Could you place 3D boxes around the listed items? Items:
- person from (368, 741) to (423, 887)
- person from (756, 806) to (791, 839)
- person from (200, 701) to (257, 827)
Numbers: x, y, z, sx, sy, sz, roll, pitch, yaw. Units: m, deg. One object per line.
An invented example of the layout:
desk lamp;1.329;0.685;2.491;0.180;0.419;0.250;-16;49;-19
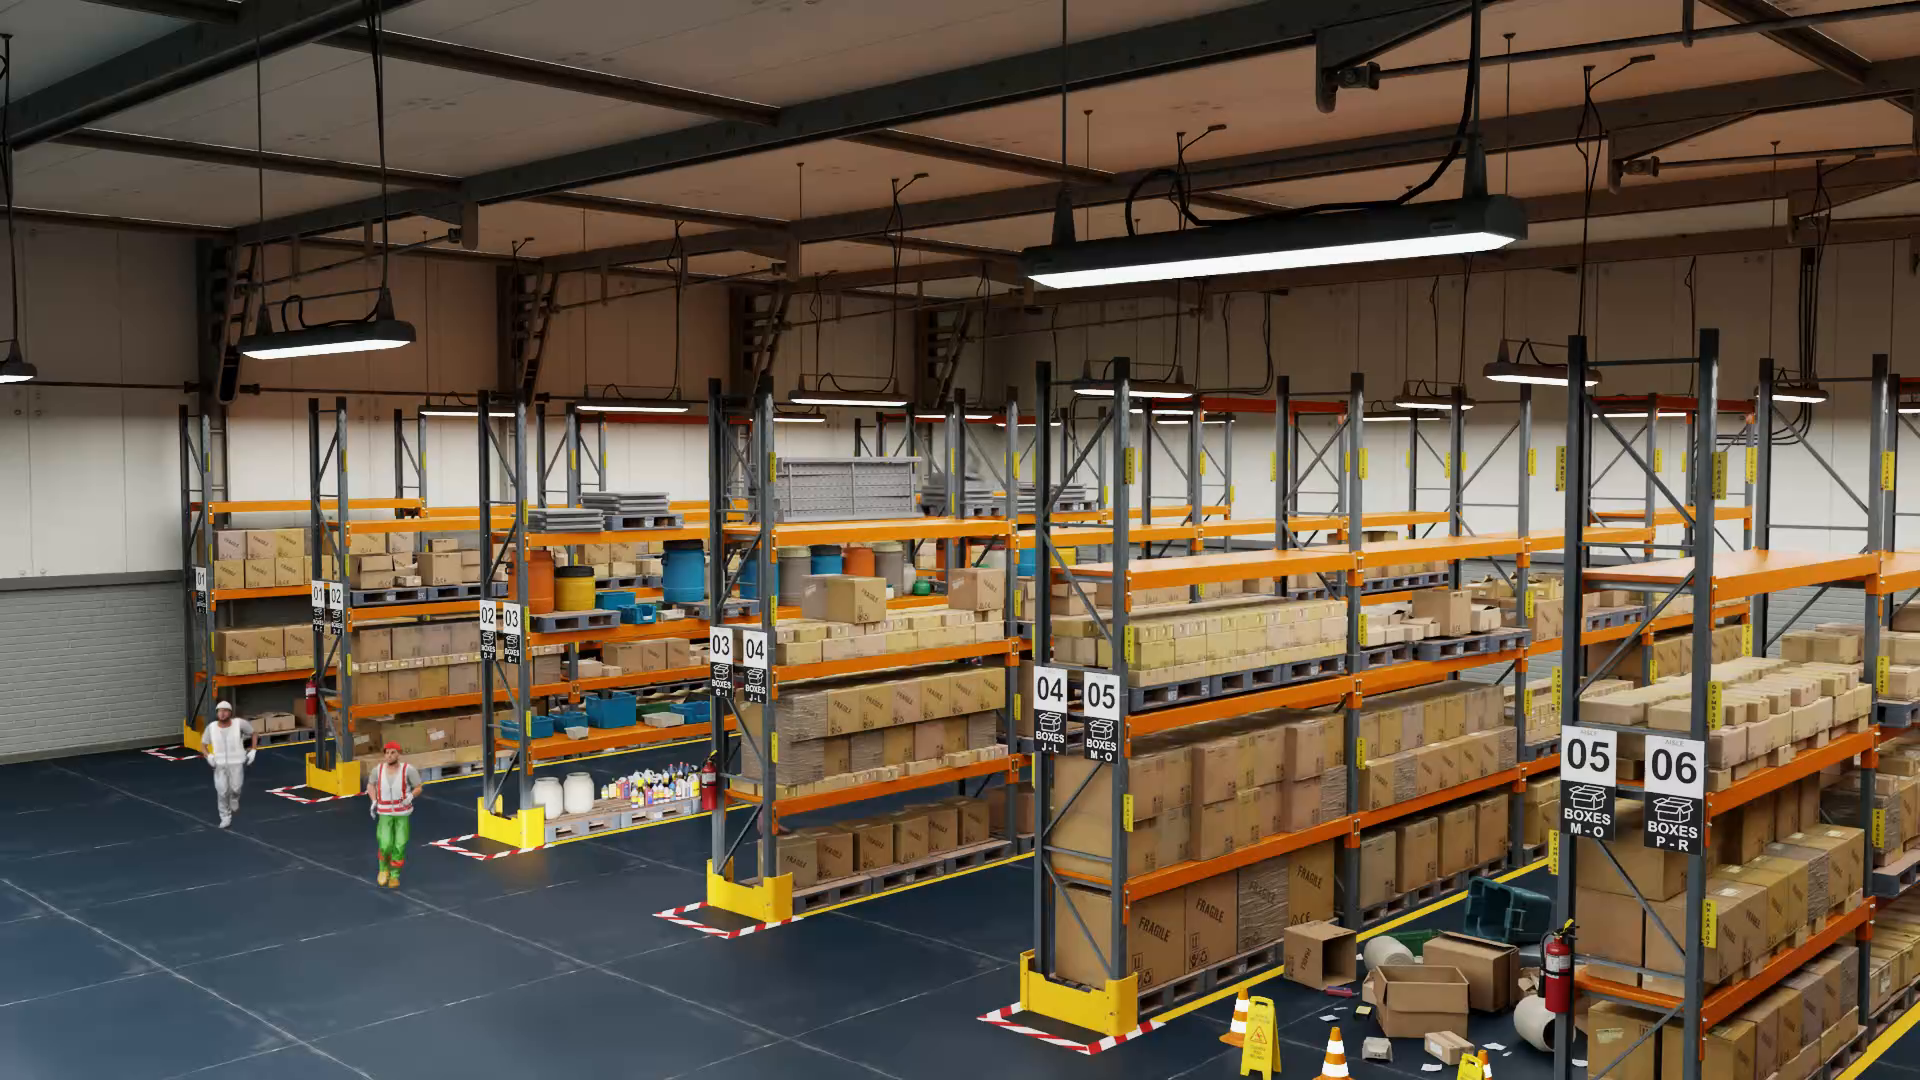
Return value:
person;-6.669;3.245;19.605;0.631;1.748;0.612;-1;3;-14
person;-2.401;3.240;21.013;0.558;1.624;0.533;2;4;35
person;-10.122;3.092;22.993;0.700;1.741;0.661;-1;3;-18
